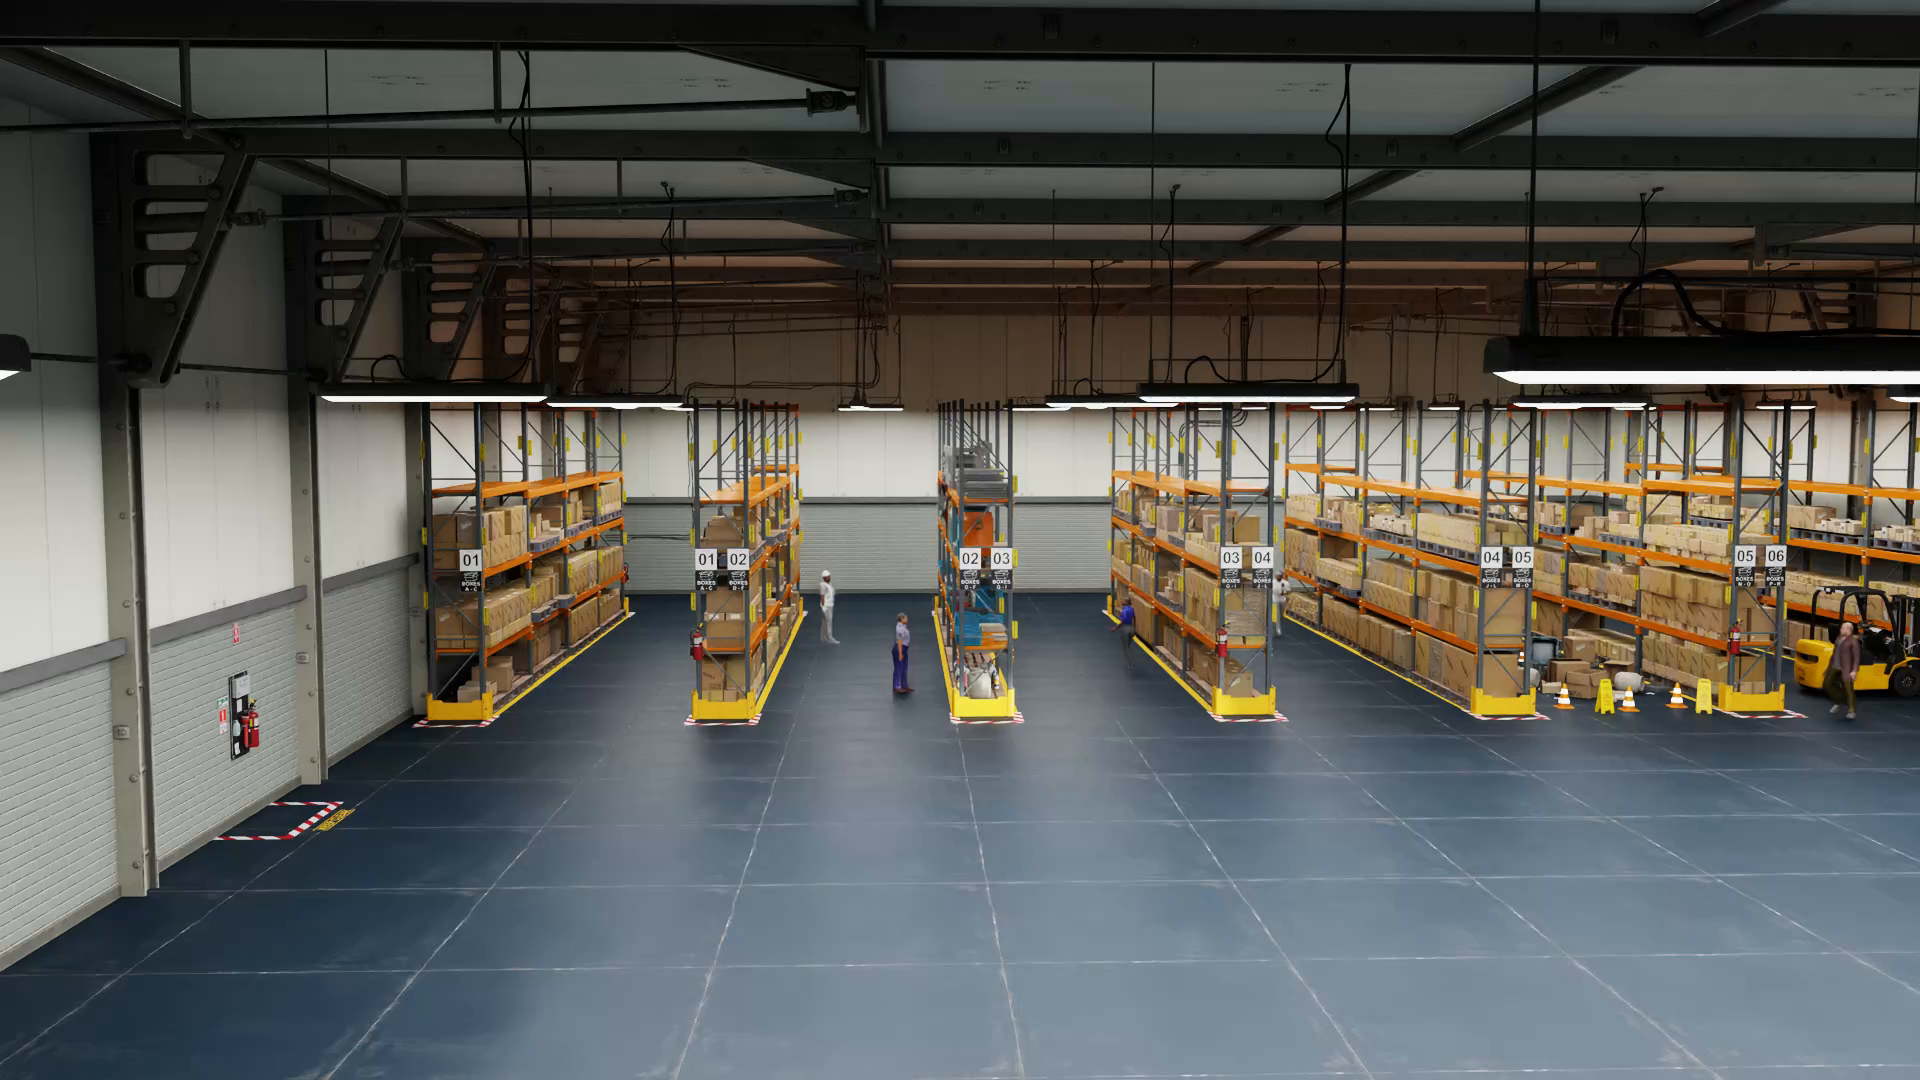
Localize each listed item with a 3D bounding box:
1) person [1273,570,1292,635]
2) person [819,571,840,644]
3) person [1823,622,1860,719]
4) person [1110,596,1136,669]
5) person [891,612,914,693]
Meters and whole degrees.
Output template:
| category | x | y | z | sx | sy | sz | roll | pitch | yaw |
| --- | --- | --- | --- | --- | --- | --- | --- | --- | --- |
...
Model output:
| category | x | y | z | sx | sy | sz | roll | pitch | yaw |
| --- | --- | --- | --- | --- | --- | --- | --- | --- | --- |
| person | 8.314 | 1.591 | 43.070 | 0.535 | 1.646 | 1.006 | 0 | 4 | 1 |
| person | -3.206 | 1.658 | 41.167 | 0.517 | 1.802 | 0.589 | 0 | 4 | 3 |
| person | 16.693 | 2.435 | 31.393 | 0.510 | 1.778 | 0.687 | -2 | 5 | -26 |
| person | 3.747 | 2.122 | 37.385 | 0.579 | 1.699 | 0.525 | -3 | 6 | -38 |
| person | -1.180 | 2.310 | 34.131 | 0.442 | 1.662 | 0.498 | 0 | 4 | 3 |
